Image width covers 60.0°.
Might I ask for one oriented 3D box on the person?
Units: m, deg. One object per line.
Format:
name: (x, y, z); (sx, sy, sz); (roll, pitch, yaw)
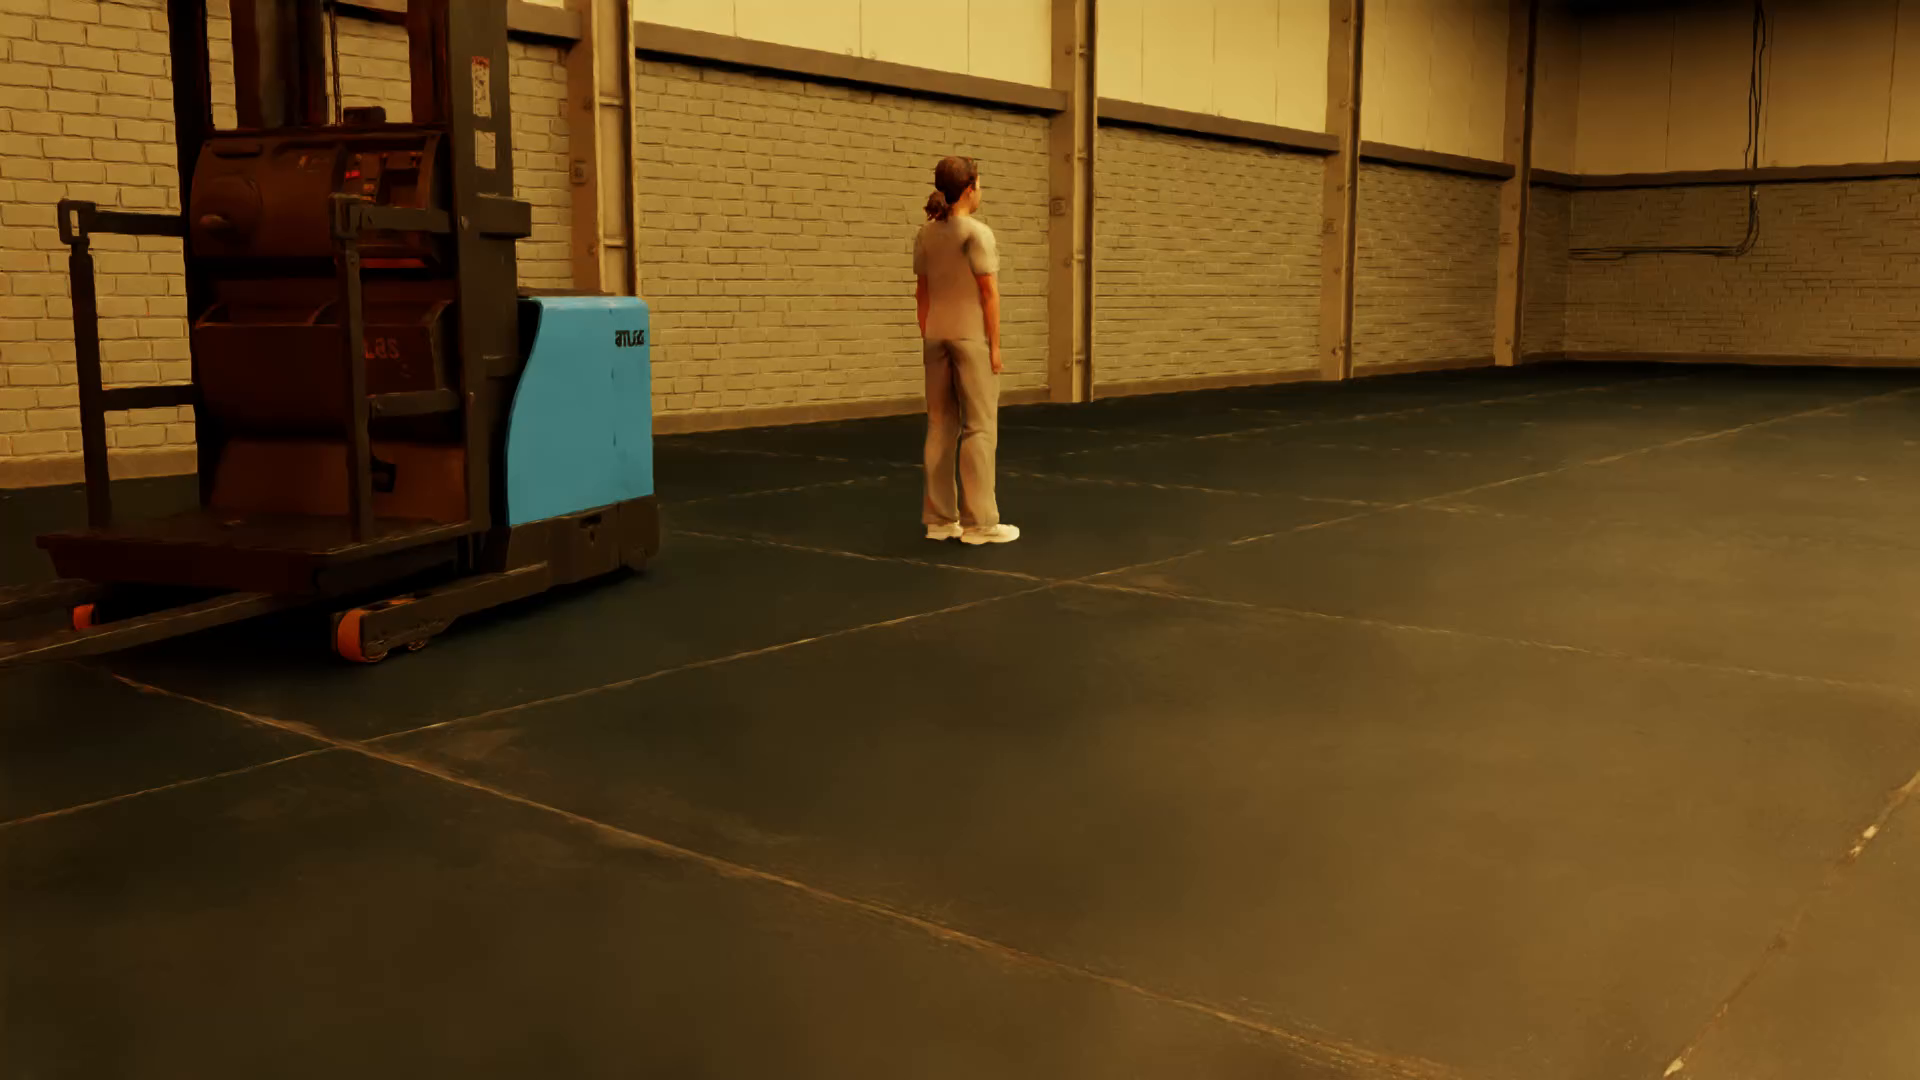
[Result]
person: (0.005, -0.828, 7.291); (0.432, 1.673, 0.365); (7, 11, 38)

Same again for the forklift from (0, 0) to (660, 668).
forklift: (-2.140, -1.150, 5.140); (1.130, 2.935, 3.031); (3, 9, 19)
